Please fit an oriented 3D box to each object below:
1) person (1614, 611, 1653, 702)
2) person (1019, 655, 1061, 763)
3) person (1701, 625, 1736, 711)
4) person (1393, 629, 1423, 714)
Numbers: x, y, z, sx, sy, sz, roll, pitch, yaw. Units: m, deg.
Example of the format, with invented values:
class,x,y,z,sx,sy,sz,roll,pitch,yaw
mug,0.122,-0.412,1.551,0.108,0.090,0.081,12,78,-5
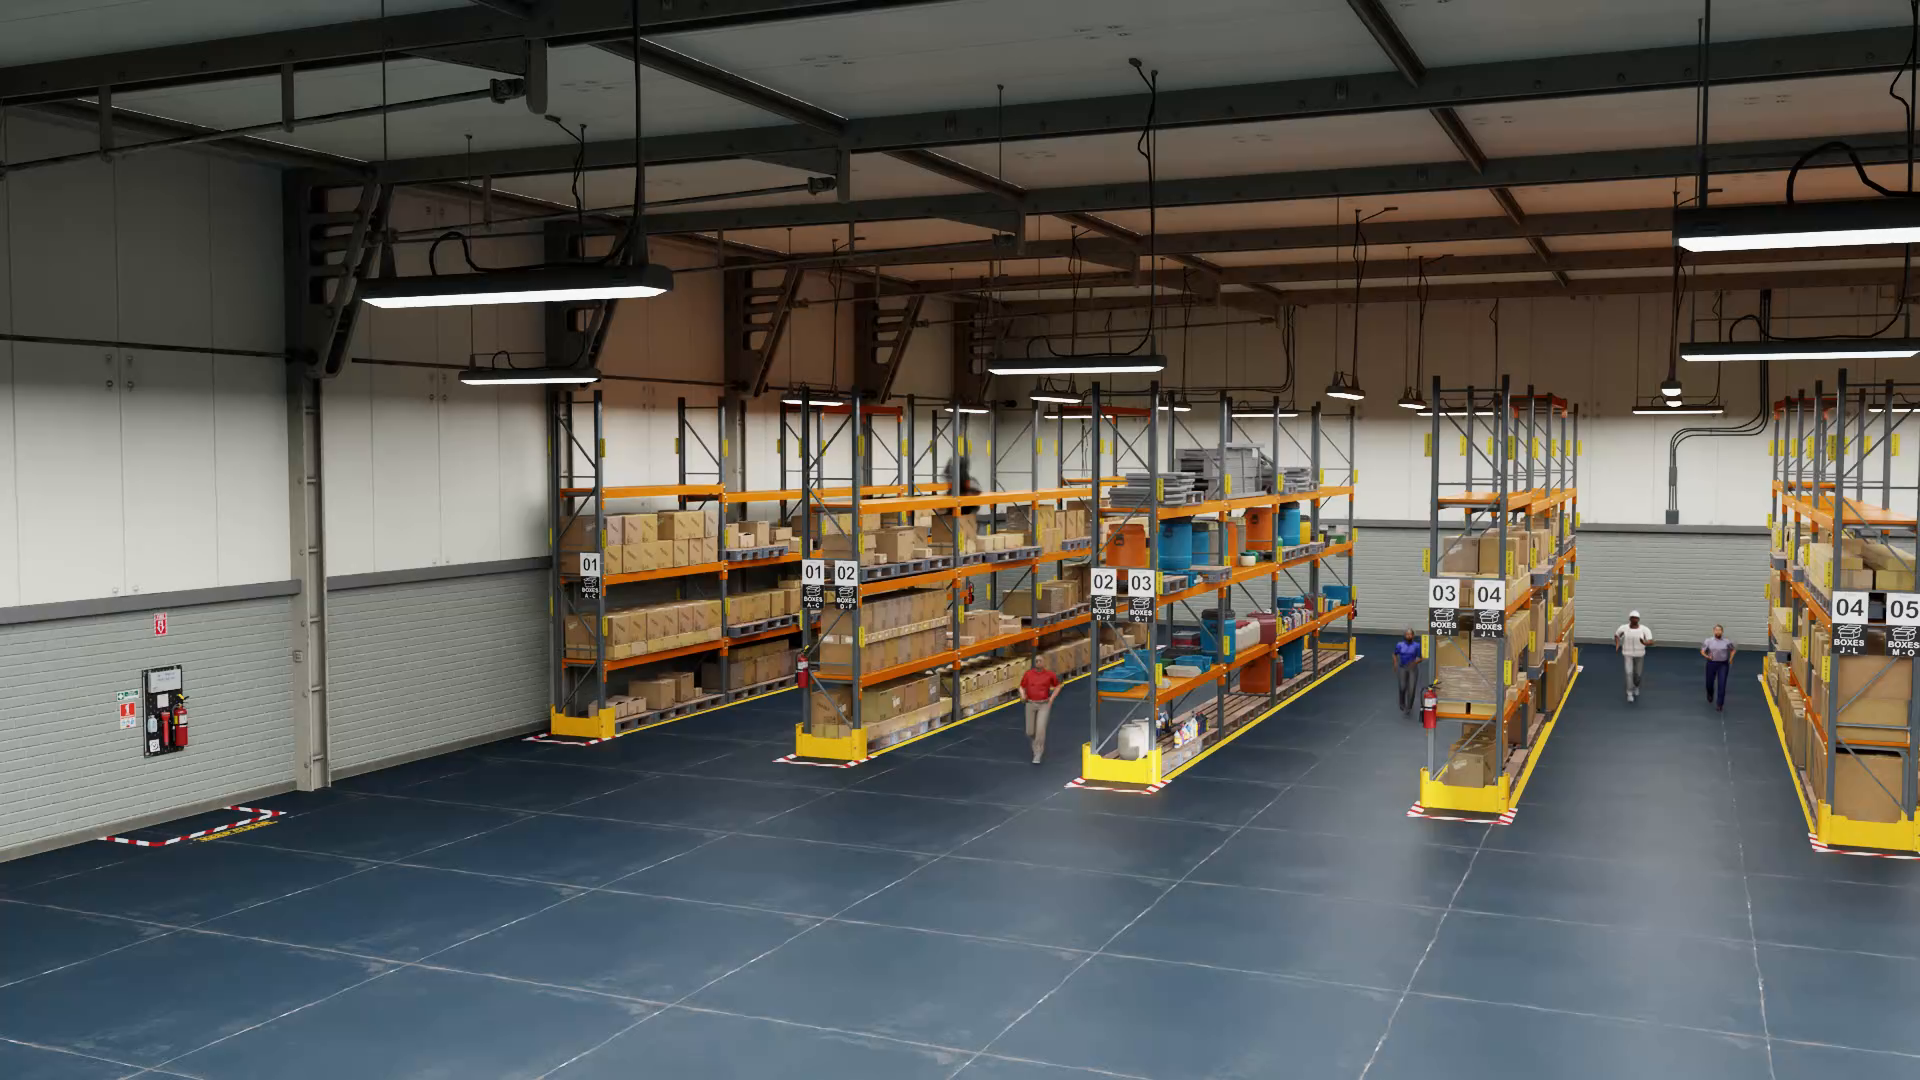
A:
class,x,y,z,sx,sy,sz,roll,pitch,yaw
person,13.322,2.275,32.891,0.701,1.752,0.990,1,3,18
person,1.259,2.679,26.610,0.665,1.684,0.858,1,3,13
person,14.558,2.438,31.935,0.617,1.615,0.757,1,3,23
person,8.380,2.514,31.137,0.561,1.533,0.570,1,3,16
